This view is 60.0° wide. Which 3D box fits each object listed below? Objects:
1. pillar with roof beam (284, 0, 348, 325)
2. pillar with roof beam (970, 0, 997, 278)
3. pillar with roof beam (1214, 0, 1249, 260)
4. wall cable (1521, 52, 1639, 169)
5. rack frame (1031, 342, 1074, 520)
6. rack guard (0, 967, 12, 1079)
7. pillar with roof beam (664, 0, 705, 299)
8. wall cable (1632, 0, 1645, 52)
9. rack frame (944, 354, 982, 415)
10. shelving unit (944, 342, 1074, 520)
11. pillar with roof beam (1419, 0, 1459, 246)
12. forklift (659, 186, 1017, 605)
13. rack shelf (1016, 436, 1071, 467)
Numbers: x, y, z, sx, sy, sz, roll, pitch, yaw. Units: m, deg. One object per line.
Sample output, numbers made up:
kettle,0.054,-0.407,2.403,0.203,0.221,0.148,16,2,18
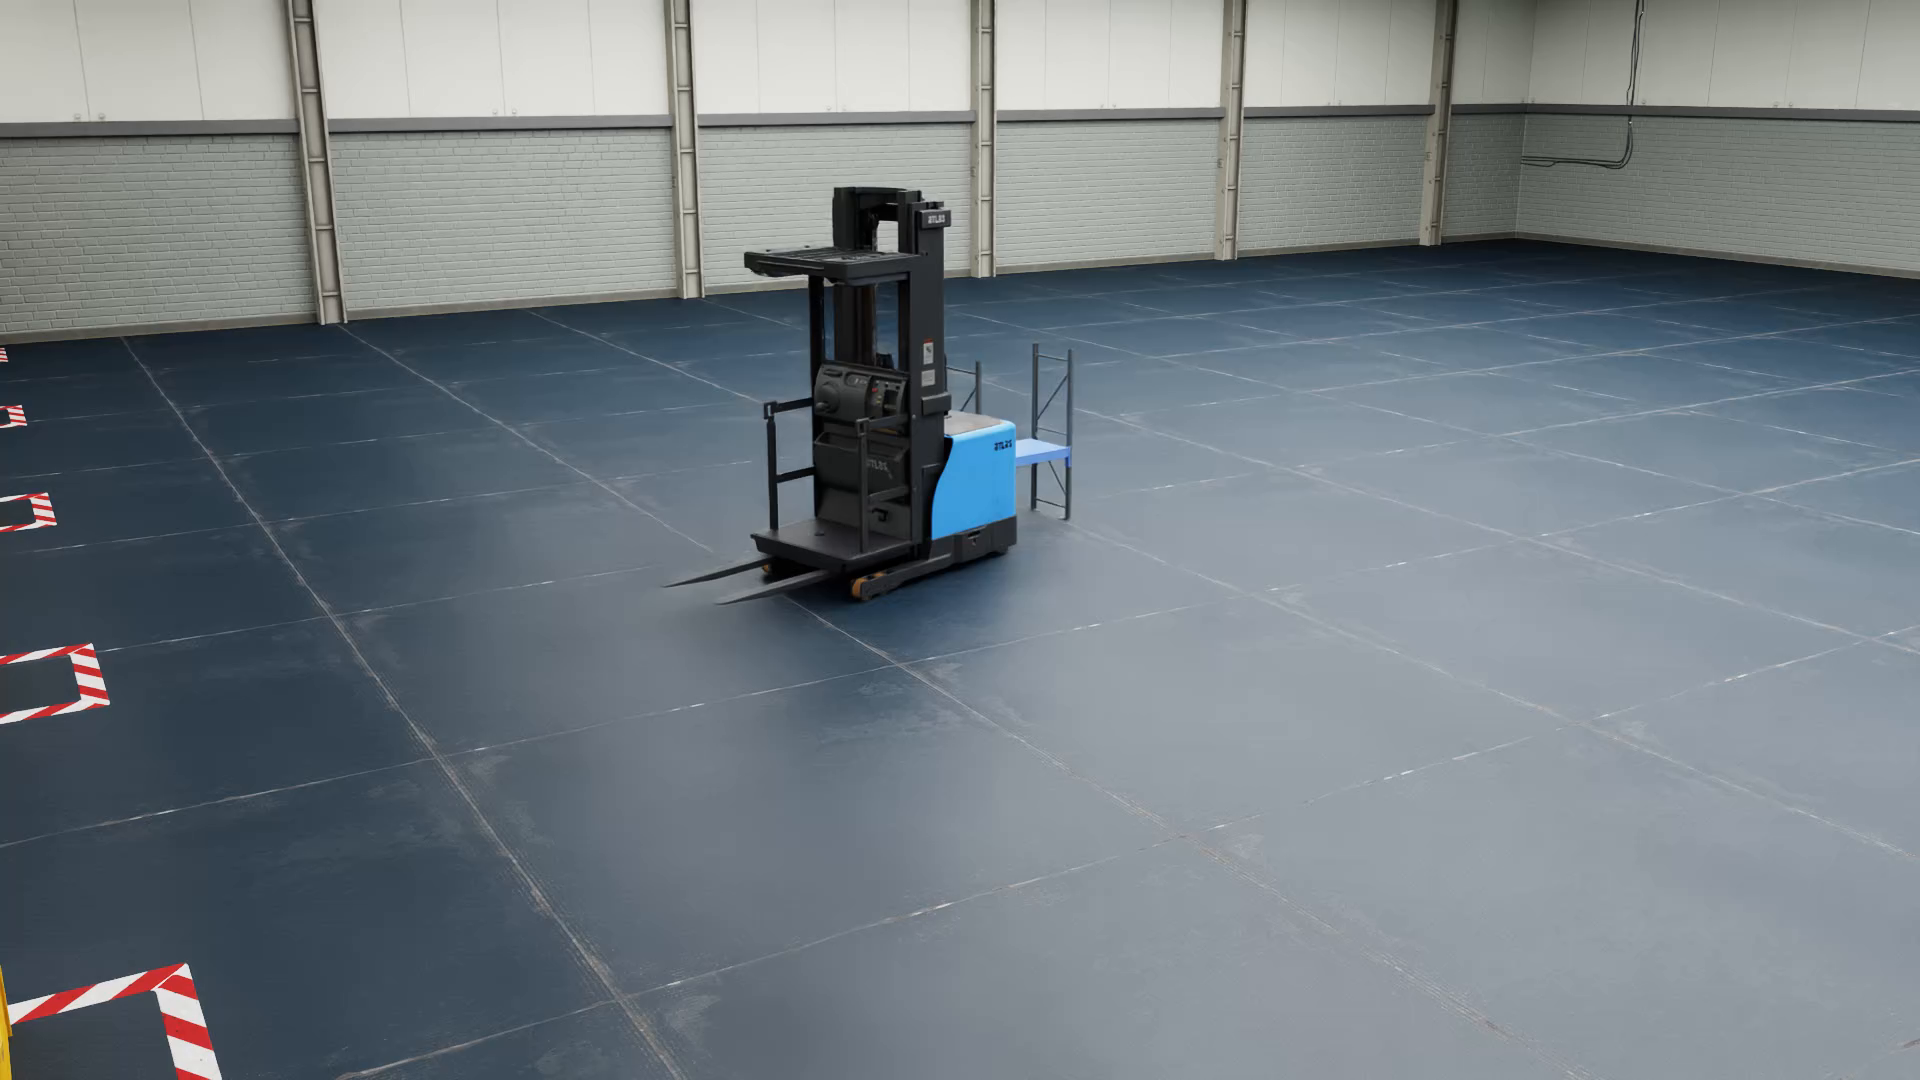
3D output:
pillar with roof beam,-7.627,-6.750,21.318,0.400,9.000,9.100,-9,18,-30
pillar with roof beam,2.659,-8.418,27.268,0.400,9.000,9.100,-9,18,-30
pillar with roof beam,7.802,-9.252,30.244,0.400,9.000,9.100,-9,18,-30
wall cable,13.934,-9.691,37.561,0.112,2.526,3.097,-9,18,-30
rack frame,0.802,-0.949,14.517,0.032,1.500,0.500,-12,20,-37
rack guard,-3.753,1.900,6.205,0.348,0.500,1.175,-9,18,-30
pillar with roof beam,-2.484,-7.584,24.293,0.400,9.000,9.100,-9,18,-30
wall cable,15.328,-11.496,34.646,0.112,2.526,3.097,-9,18,-30
rack frame,0.008,-0.778,13.906,0.032,1.500,0.500,-12,20,-37
shelving unit,0.405,-0.863,14.211,1.048,1.500,0.538,-12,20,-37
pillar with roof beam,12.945,-10.086,33.219,0.400,9.000,9.100,-9,18,-30
forklift,-0.897,-1.116,12.461,1.130,2.935,3.031,14,21,40
rack shelf,0.405,-0.690,14.260,1.000,0.185,0.538,-12,20,-37
